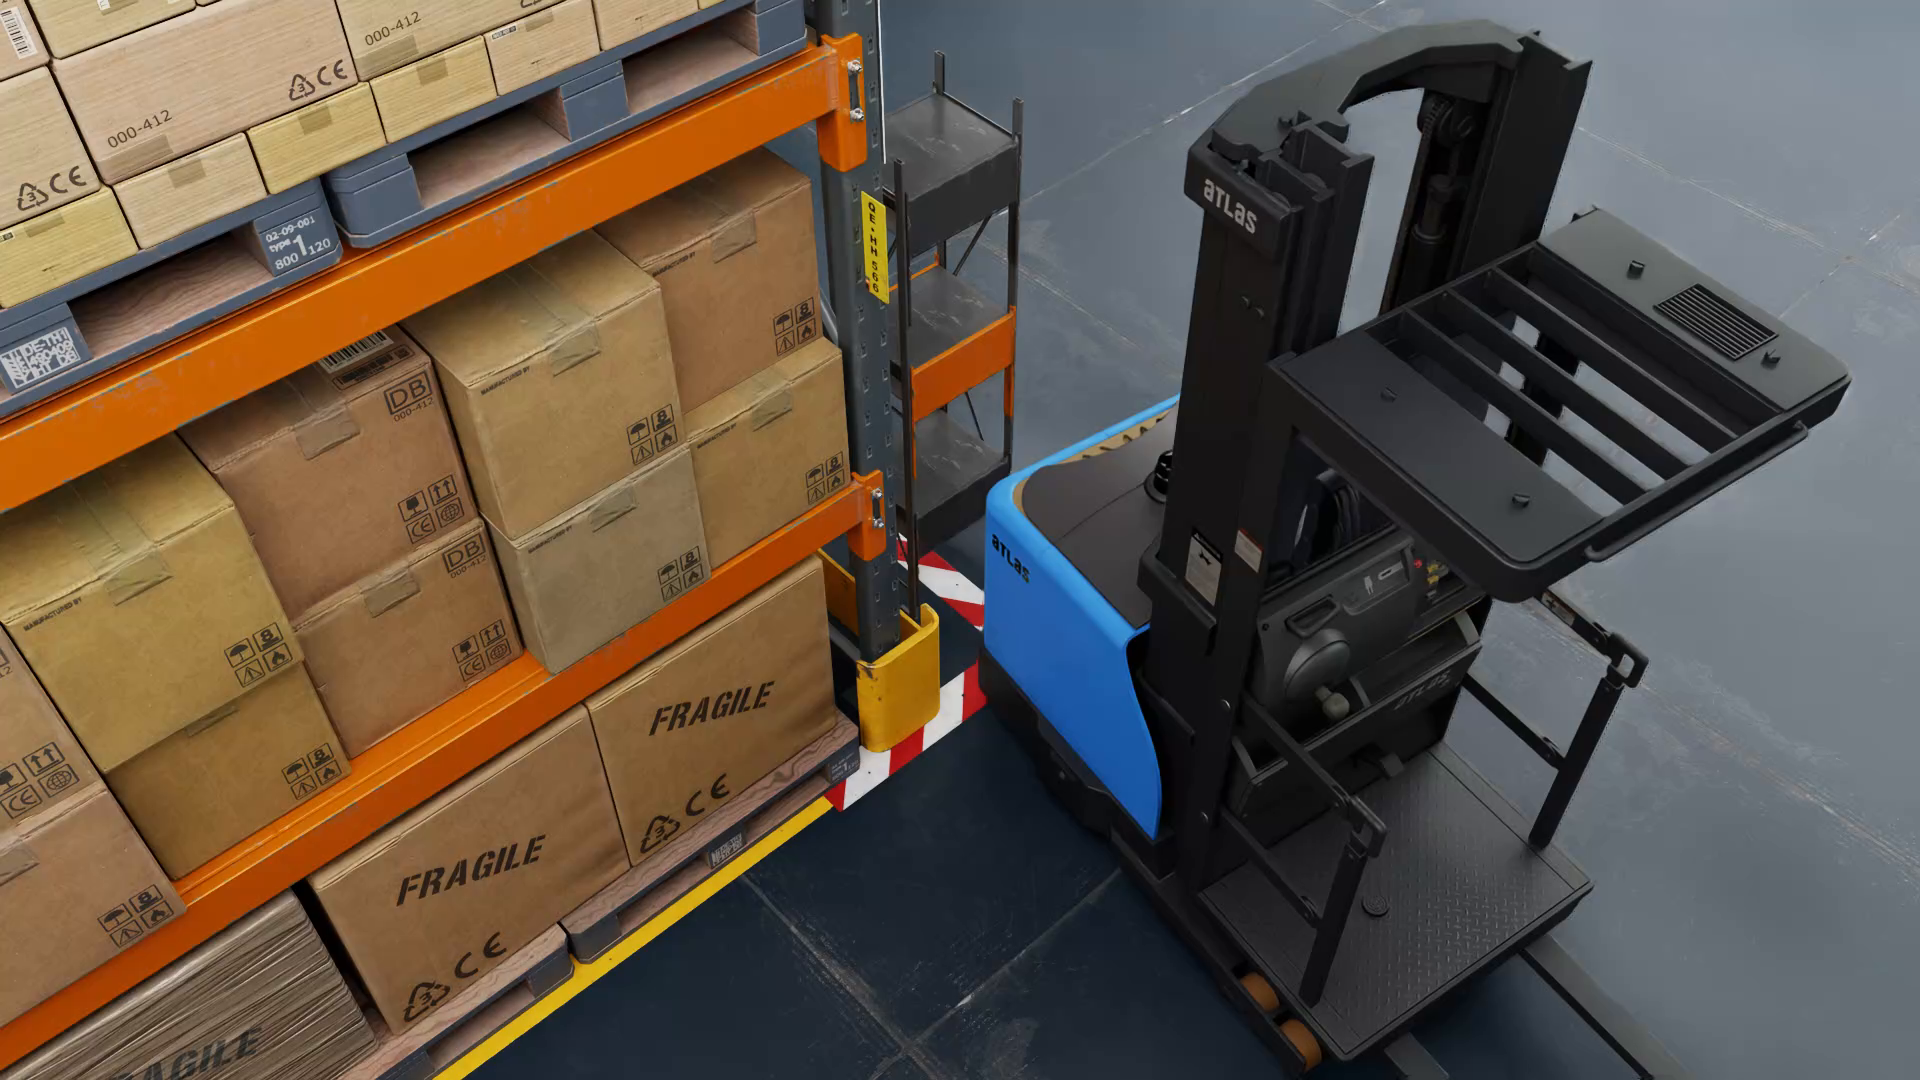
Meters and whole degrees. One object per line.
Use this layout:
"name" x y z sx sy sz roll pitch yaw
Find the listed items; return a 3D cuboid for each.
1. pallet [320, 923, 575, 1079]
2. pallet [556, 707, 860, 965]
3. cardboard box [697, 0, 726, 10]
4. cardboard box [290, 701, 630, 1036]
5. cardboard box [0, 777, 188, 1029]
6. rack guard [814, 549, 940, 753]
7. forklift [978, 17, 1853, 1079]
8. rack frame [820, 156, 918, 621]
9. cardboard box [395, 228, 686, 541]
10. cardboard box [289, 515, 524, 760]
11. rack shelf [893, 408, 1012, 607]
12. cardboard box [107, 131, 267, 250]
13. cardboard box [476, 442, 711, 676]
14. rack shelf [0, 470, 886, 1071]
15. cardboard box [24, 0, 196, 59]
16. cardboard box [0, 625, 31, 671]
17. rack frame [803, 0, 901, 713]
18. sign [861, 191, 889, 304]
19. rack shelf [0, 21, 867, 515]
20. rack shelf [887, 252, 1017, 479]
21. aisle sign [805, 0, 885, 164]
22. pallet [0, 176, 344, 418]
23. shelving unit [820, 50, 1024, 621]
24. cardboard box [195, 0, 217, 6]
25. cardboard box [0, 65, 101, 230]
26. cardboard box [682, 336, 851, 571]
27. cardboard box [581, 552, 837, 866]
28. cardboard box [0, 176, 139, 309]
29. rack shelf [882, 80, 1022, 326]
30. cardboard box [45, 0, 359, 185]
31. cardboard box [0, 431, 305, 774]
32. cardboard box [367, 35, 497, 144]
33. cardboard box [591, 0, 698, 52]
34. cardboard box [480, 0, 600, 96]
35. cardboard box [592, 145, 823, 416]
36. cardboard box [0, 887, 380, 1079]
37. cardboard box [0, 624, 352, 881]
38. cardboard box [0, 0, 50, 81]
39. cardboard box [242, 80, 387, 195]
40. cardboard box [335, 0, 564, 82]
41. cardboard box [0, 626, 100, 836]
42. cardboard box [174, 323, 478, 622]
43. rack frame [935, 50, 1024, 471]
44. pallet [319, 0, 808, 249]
"pallet" -2.026 1.368 5.344 1.213 0.211 1.003 -34 56 -27
"pallet" -1.124 0.768 5.897 1.213 0.211 1.003 -34 56 -27
"cardboard box" -0.603 -1.375 3.754 0.250 0.149 0.380 -34 56 -27
"cardboard box" -1.692 0.770 5.158 0.875 0.875 0.875 -35 56 -28
"cardboard box" -2.409 0.636 4.021 0.550 0.550 0.875 -34 56 -27
"rack guard" -0.567 0.221 6.206 0.348 0.500 1.175 -34 56 -27
"forklift" 1.307 0.264 4.513 1.130 2.935 3.031 -26 53 -22
"rack frame" -0.303 -0.510 5.791 0.015 2.100 0.400 -34 56 -27
"cardboard box" -1.230 -0.548 4.378 0.550 0.550 0.875 -34 56 -27
"cardboard box" -1.720 0.034 4.575 0.550 0.550 0.875 -34 56 -27
"rack shelf" -0.122 -0.146 6.427 0.480 0.518 0.431 -34 56 -27
"cardboard box" -1.543 -0.747 3.174 0.250 0.149 0.380 -33 55 -27
"cardboard box" -1.221 -0.174 4.768 0.550 0.550 0.875 -34 56 -27
"rack shelf" -2.065 0.618 4.629 4.000 0.370 1.077 -34 56 -27
"cardboard box" -1.547 -1.014 2.879 0.250 0.149 0.380 -35 56 -28
"cardboard box" -3.512 0.438 6.165 0.258 0.266 0.396 -25 52 -21
"rack frame" -0.585 -0.615 5.277 0.127 3.000 1.000 -34 56 -27
"sign" -0.230 -0.786 4.485 0.005 0.325 0.100 -34 56 -27
"rack shelf" -2.065 -0.400 3.526 4.000 0.370 1.077 -34 56 -27
"rack shelf" -0.122 -0.621 5.913 0.480 0.518 0.431 -34 56 -27
"aisle sign" -0.331 -1.369 4.203 0.004 0.787 0.394 -34 56 -27
"pallet" -2.030 -0.623 3.304 1.213 0.211 1.003 -34 56 -27
"shelving unit" -0.122 -0.630 5.903 0.503 2.100 0.431 -34 56 -27
"cardboard box" -1.357 -1.142 2.996 0.250 0.149 0.380 -34 56 -27
"cardboard box" -1.875 -0.721 2.879 0.500 0.250 0.500 -33 55 -27
"cardboard box" -0.829 -0.458 5.029 0.550 0.550 0.875 -34 56 -27
"cardboard box" -1.042 0.334 5.561 0.875 0.875 0.875 -33 56 -27
"cardboard box" -1.732 -0.621 3.058 0.250 0.149 0.380 -33 55 -27
"rack shelf" -0.122 -1.096 5.398 0.480 0.518 0.431 -34 56 -27
"cardboard box" -1.502 -0.970 3.109 0.500 0.250 0.500 -34 56 -27
"cardboard box" -2.041 -0.012 3.883 0.500 0.550 0.875 -34 56 -27
"cardboard box" -1.167 -0.999 3.407 0.250 0.149 0.380 -33 55 -27
"cardboard box" -0.790 -1.251 3.639 0.250 0.149 0.380 -33 55 -27
"cardboard box" -0.979 -1.123 3.522 0.250 0.149 0.380 -33 55 -27
"cardboard box" -0.886 -0.870 4.675 0.550 0.550 0.875 -34 56 -27
"cardboard box" -2.368 1.220 4.743 0.875 0.875 0.875 -33 56 -27
"cardboard box" -2.084 0.319 4.313 0.500 0.550 0.875 -34 56 -27
"cardboard box" -1.734 -0.889 2.763 0.250 0.149 0.380 -33 55 -27
"cardboard box" -1.356 -0.871 3.289 0.250 0.149 0.380 -35 56 -28
"cardboard box" -1.130 -1.218 3.338 0.500 0.250 0.500 -34 56 -27
"cardboard box" -2.428 0.254 3.637 0.550 0.550 0.875 -34 56 -27
"cardboard box" -1.736 -0.345 4.190 0.550 0.550 0.875 -34 56 -27
"rack frame" 0.058 -0.751 6.014 0.015 2.100 0.400 -34 56 -27
"pallet" -1.127 -1.230 3.863 1.213 0.211 1.003 -34 56 -27
